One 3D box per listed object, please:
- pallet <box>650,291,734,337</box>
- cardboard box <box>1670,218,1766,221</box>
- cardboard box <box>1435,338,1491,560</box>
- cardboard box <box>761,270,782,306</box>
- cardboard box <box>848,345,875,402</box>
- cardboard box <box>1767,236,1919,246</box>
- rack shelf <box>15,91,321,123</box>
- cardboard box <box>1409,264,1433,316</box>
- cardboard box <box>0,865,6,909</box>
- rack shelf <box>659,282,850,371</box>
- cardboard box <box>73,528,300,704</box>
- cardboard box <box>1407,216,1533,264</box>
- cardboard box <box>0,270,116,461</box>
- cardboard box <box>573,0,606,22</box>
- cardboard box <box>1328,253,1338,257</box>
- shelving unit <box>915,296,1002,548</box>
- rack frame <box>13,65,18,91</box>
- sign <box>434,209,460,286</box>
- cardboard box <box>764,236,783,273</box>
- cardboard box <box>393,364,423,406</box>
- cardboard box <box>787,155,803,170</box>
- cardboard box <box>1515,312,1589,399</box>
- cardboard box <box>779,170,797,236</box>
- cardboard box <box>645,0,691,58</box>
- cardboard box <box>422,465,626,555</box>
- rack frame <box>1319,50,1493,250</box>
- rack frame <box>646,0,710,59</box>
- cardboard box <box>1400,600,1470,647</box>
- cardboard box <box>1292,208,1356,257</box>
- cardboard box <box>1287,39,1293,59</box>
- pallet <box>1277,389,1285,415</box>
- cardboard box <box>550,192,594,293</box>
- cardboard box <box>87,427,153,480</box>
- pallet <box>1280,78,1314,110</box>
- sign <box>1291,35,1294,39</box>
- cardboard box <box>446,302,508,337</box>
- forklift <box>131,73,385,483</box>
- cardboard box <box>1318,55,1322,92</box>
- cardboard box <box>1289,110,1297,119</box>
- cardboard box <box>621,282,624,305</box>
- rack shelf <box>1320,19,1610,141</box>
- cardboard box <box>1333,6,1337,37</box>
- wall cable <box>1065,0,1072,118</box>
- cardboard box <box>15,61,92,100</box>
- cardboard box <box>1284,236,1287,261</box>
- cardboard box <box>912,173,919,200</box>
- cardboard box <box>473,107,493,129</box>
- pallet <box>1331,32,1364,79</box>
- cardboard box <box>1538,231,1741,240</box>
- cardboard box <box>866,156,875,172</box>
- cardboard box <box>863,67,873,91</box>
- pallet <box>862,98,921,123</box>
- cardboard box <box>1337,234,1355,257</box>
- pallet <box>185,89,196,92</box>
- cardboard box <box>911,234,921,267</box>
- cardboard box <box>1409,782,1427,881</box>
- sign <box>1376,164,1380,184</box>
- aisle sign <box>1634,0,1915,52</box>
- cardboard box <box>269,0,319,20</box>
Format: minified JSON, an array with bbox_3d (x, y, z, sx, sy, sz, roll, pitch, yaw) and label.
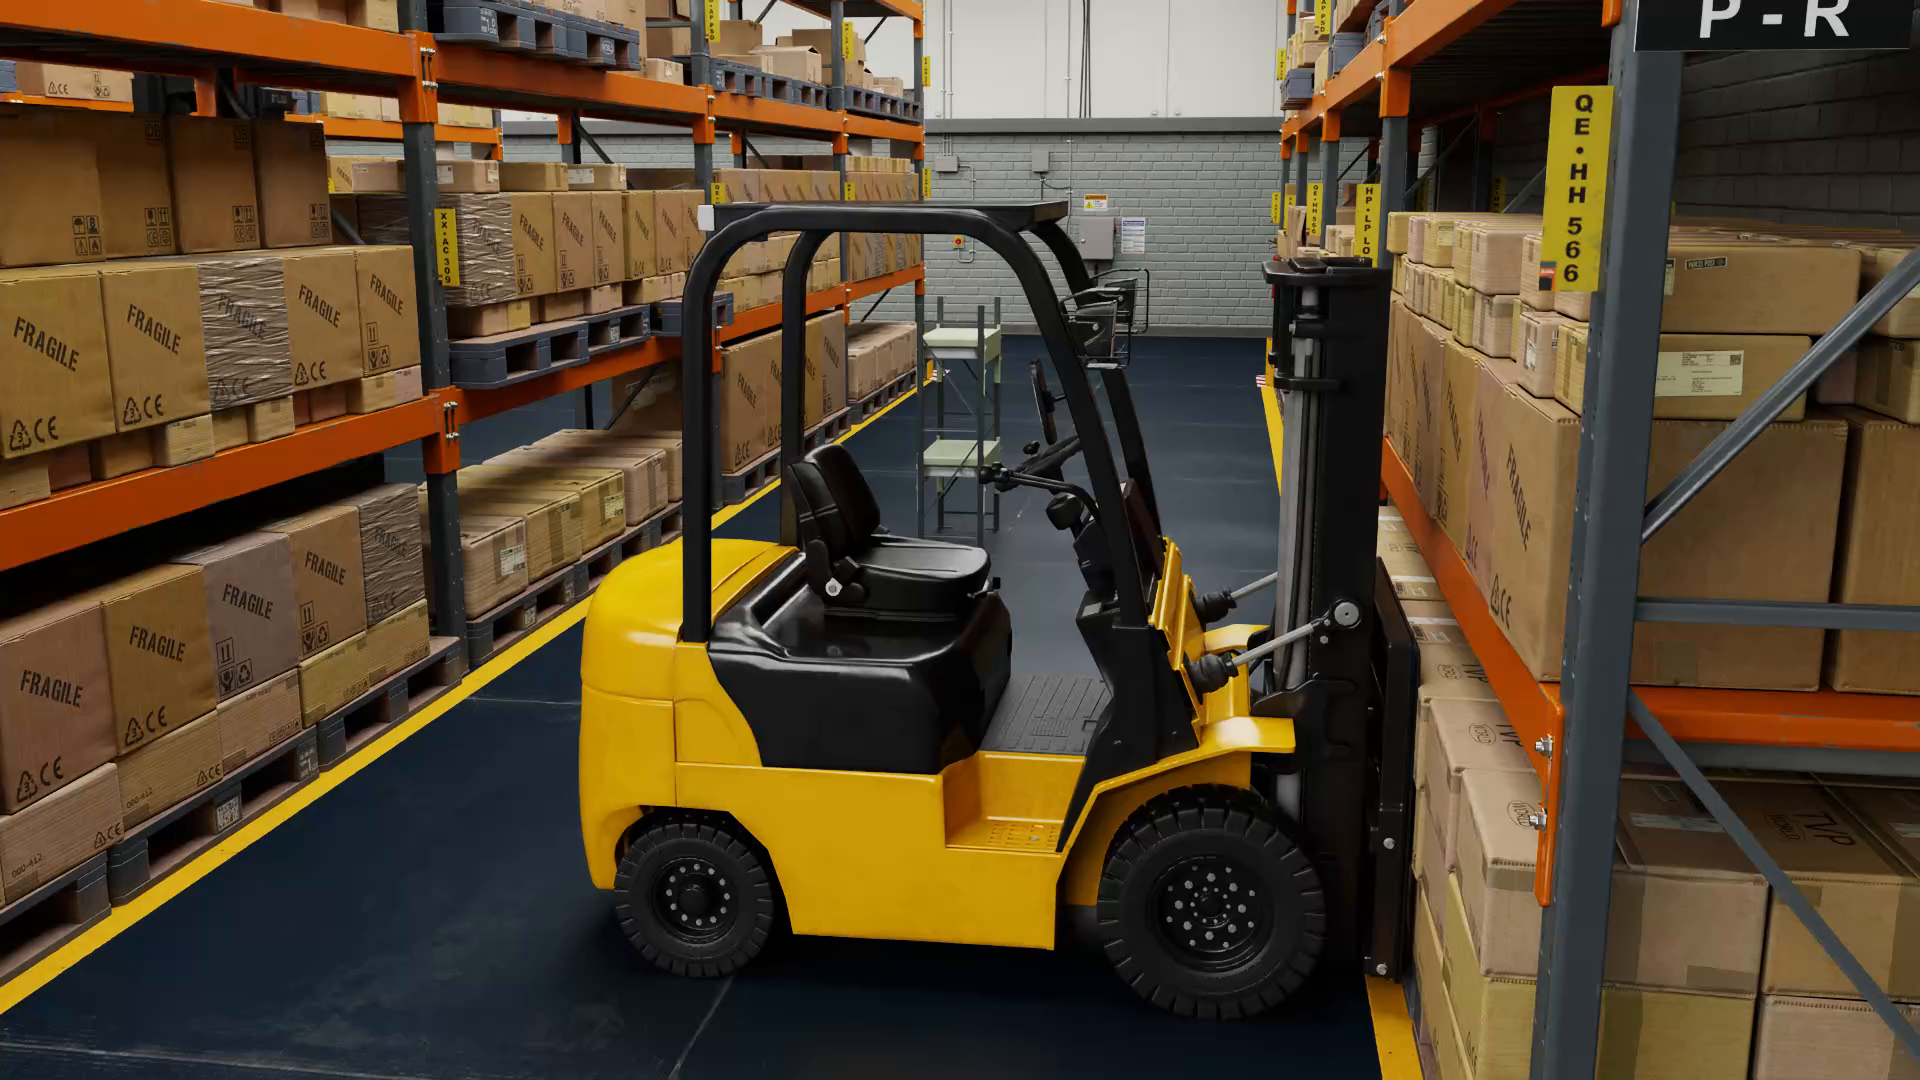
[{"bbox_3d":[-2.146,-1.444,10.527,1.213,0.211,1.003,2,12,9],"label":"pallet"},{"bbox_3d":[2.254,-0.918,5.148,0.380,0.149,0.250,2,12,8],"label":"cardboard box"},{"bbox_3d":[1.516,-0.238,4.240,0.500,0.500,0.500,2,12,8],"label":"cardboard box"},{"bbox_3d":[-1.670,-1.926,12.666,0.500,0.250,0.500,2,12,11],"label":"cardboard box"},{"bbox_3d":[-1.324,-1.602,15.891,0.875,0.438,0.875,2,12,8],"label":"cardboard box"},{"bbox_3d":[1.896,-0.547,3.428,0.380,0.149,0.250,2,12,10],"label":"cardboard box"},{"bbox_3d":[-6.741,-3.359,13.549,1.077,0.370,4.000,2,12,9],"label":"rack shelf"},{"bbox_3d":[1.635,-0.792,5.271,0.380,0.149,0.250,2,12,8],"label":"cardboard box"},{"bbox_3d":[-2.975,0.956,4.467,0.500,0.250,0.500,2,12,8],"label":"cardboard box"},{"bbox_3d":[-1.834,-1.754,13.219,1.077,0.370,4.000,2,12,9],"label":"rack shelf"},{"bbox_3d":[-2.737,0.260,5.918,0.500,0.500,0.500,3,12,12],"label":"cardboard box"},{"bbox_3d":[1.683,-0.990,5.484,0.380,0.149,0.250,2,12,10],"label":"cardboard box"},{"bbox_3d":[-2.872,-0.522,4.851,0.500,0.500,0.500,2,12,8],"label":"cardboard box"},{"bbox_3d":[-2.139,-2.775,8.487,0.500,0.250,0.500,2,12,8],"label":"cardboard box"},{"bbox_3d":[2.375,-1.512,9.556,0.500,0.250,0.500,2,12,10],"label":"cardboard box"},{"bbox_3d":[-0.001,-0.732,10.329,0.431,1.500,0.755,2,12,9],"label":"shelving unit"},{"bbox_3d":[-7.049,-1.828,11.858,1.000,3.000,0.127,2,12,9],"label":"rack frame"},{"bbox_3d":[-2.220,-1.264,7.182,0.100,0.325,0.005,2,12,9],"label":"sign"},{"bbox_3d":[-1.651,-2.169,12.605,0.500,0.250,0.500,2,12,8],"label":"cardboard box"},{"bbox_3d":[-2.505,-0.657,7.018,0.380,0.149,0.250,2,12,8],"label":"cardboard box"},{"bbox_3d":[-1.646,-3.502,15.474,0.380,0.149,0.250,2,12,10],"label":"cardboard box"},{"bbox_3d":[1.319,-0.365,3.291,0.380,0.149,0.250,2,12,10],"label":"cardboard box"},{"bbox_3d":[-1.582,-2.637,13.000,0.500,0.500,0.500,2,12,10],"label":"cardboard box"},{"bbox_3d":[-2.233,-3.495,11.227,0.797,0.503,0.637,1,12,5],"label":"cardboard box"},{"bbox_3d":[-2.467,-0.181,9.454,0.950,0.372,0.625,2,12,11],"label":"cardboard box"},{"bbox_3d":[2.763,-1.529,10.469,1.000,3.000,0.127,2,12,9],"label":"rack frame"},{"bbox_3d":[-2.142,-4.622,10.579,1.000,3.000,0.127,2,12,9],"label":"rack frame"},{"bbox_3d":[1.521,0.363,4.844,0.500,0.250,0.500,2,12,8],"label":"cardboard box"},{"bbox_3d":[2.883,-2.251,12.586,0.700,0.500,0.500,2,12,8],"label":"cardboard box"},{"bbox_3d":[2.899,-4.057,13.734,0.380,0.149,0.250,2,12,10],"label":"cardboard box"},{"bbox_3d":[3.670,-1.396,16.471,1.003,0.211,1.213,2,12,9],"label":"pallet"},{"bbox_3d":[-2.236,-1.551,8.631,0.500,0.500,0.500,2,12,8],"label":"cardboard box"},{"bbox_3d":[-2.828,-0.288,5.305,0.380,0.149,0.250,2,12,7],"label":"cardboard box"},{"bbox_3d":[3.209,-3.603,13.417,1.213,0.211,1.003,2,12,9],"label":"pallet"},{"bbox_3d":[2.841,-4.097,14.036,0.100,0.325,0.005,2,12,9],"label":"sign"},{"bbox_3d":[-2.360,-1.044,7.816,0.380,0.149,0.250,2,12,9],"label":"cardboard box"},{"bbox_3d":[-4.914,-1.490,10.448,1.130,2.935,3.031,2,12,9],"label":"forklift"},{"bbox_3d":[2.679,-3.141,11.186,0.500,0.250,0.500,2,12,9],"label":"cardboard box"},{"bbox_3d":[3.349,-4.111,15.926,0.380,0.149,0.250,2,12,10],"label":"cardboard box"},{"bbox_3d":[-2.162,-1.426,9.588,0.380,0.149,0.250,2,12,9],"label":"cardboard box"},{"bbox_3d":[2.456,-2.227,8.296,1.077,0.370,4.000,2,12,9],"label":"rack shelf"},{"bbox_3d":[2.409,-3.073,9.831,0.380,0.166,0.250,2,12,9],"label":"cardboard box"},{"bbox_3d":[0.427,-7.455,23.728,2.355,3.000,0.029,2,12,9],"label":"wall cable"},{"bbox_3d":[-6.698,-3.454,12.043,0.500,0.500,0.500,2,12,9],"label":"cardboard box"},{"bbox_3d":[3.448,-2.863,16.308,0.500,0.250,0.500,2,12,7],"label":"cardboard box"},{"bbox_3d":[-0.751,-3.784,18.321,0.500,0.500,0.500,2,12,11],"label":"cardboard box"},{"bbox_3d":[-5.627,-4.784,18.806,0.500,0.250,0.500,2,12,7],"label":"cardboard box"},{"bbox_3d":[2.747,-2.759,9.503,1.213,0.211,1.003,2,12,11],"label":"pallet"},{"bbox_3d":[1.512,-0.614,3.738,0.380,0.149,0.250,2,12,9],"label":"cardboard box"},{"bbox_3d":[-1.032,-3.646,16.143,0.380,0.149,0.250,2,12,7],"label":"cardboard box"},{"bbox_3d":[-1.191,-4.721,17.139,0.500,0.311,0.500,2,12,10],"label":"cardboard box"},{"bbox_3d":[-1.015,-4.623,17.914,1.003,0.211,1.213,2,12,9],"label":"pallet"},{"bbox_3d":[2.113,-1.465,8.396,0.380,0.149,0.250,2,12,7],"label":"cardboard box"},{"bbox_3d":[-6.790,-3.695,13.843,1.213,0.211,1.003,2,12,9],"label":"pallet"},{"bbox_3d":[-0.724,-3.294,18.422,0.500,0.500,0.500,2,12,9],"label":"cardboard box"},{"bbox_3d":[1.445,0.707,4.436,0.500,0.250,0.500,2,12,7],"label":"cardboard box"},{"bbox_3d":[4.539,-3.893,17.938,0.100,0.325,0.005,2,12,9],"label":"sign"},{"bbox_3d":[1.232,-1.130,2.448,0.394,0.787,0.004,2,12,9],"label":"aisle sign"},{"bbox_3d":[-2.646,-2.021,6.226,0.380,0.149,0.250,2,12,9],"label":"cardboard box"}]
